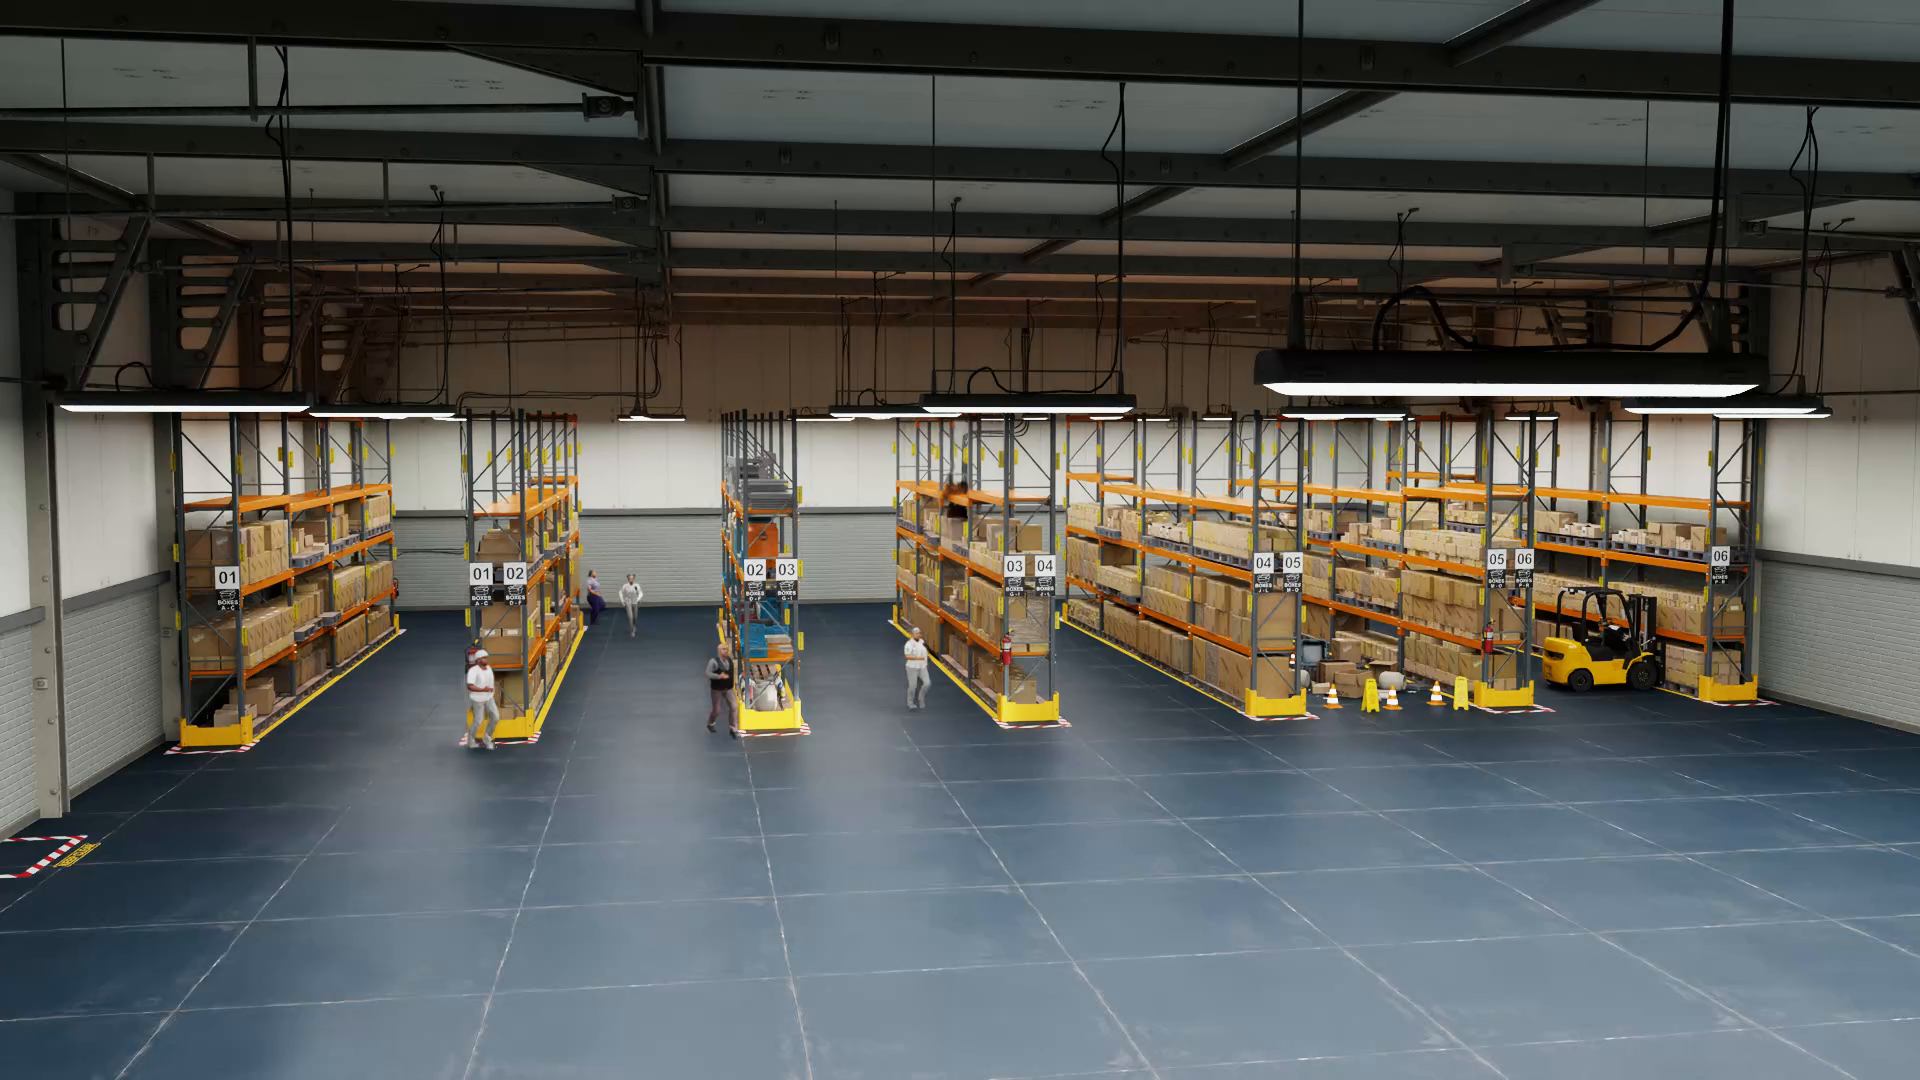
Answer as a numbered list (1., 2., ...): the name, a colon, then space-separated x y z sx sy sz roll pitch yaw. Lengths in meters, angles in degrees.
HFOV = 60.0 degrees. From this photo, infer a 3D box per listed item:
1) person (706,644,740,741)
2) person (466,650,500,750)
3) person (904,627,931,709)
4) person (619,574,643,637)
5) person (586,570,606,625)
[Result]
1. person: -4.358 2.761 30.356 0.678 1.757 0.886 -3 5 -37
2. person: -8.349 2.825 29.176 0.719 1.816 0.733 2 5 28
3. person: -0.846 2.577 33.313 0.579 1.638 0.643 -2 5 -29
4. person: -8.921 1.746 45.104 0.637 1.694 0.804 -1 4 -20
5. person: -10.385 1.658 47.391 0.518 1.609 0.612 1 4 12
